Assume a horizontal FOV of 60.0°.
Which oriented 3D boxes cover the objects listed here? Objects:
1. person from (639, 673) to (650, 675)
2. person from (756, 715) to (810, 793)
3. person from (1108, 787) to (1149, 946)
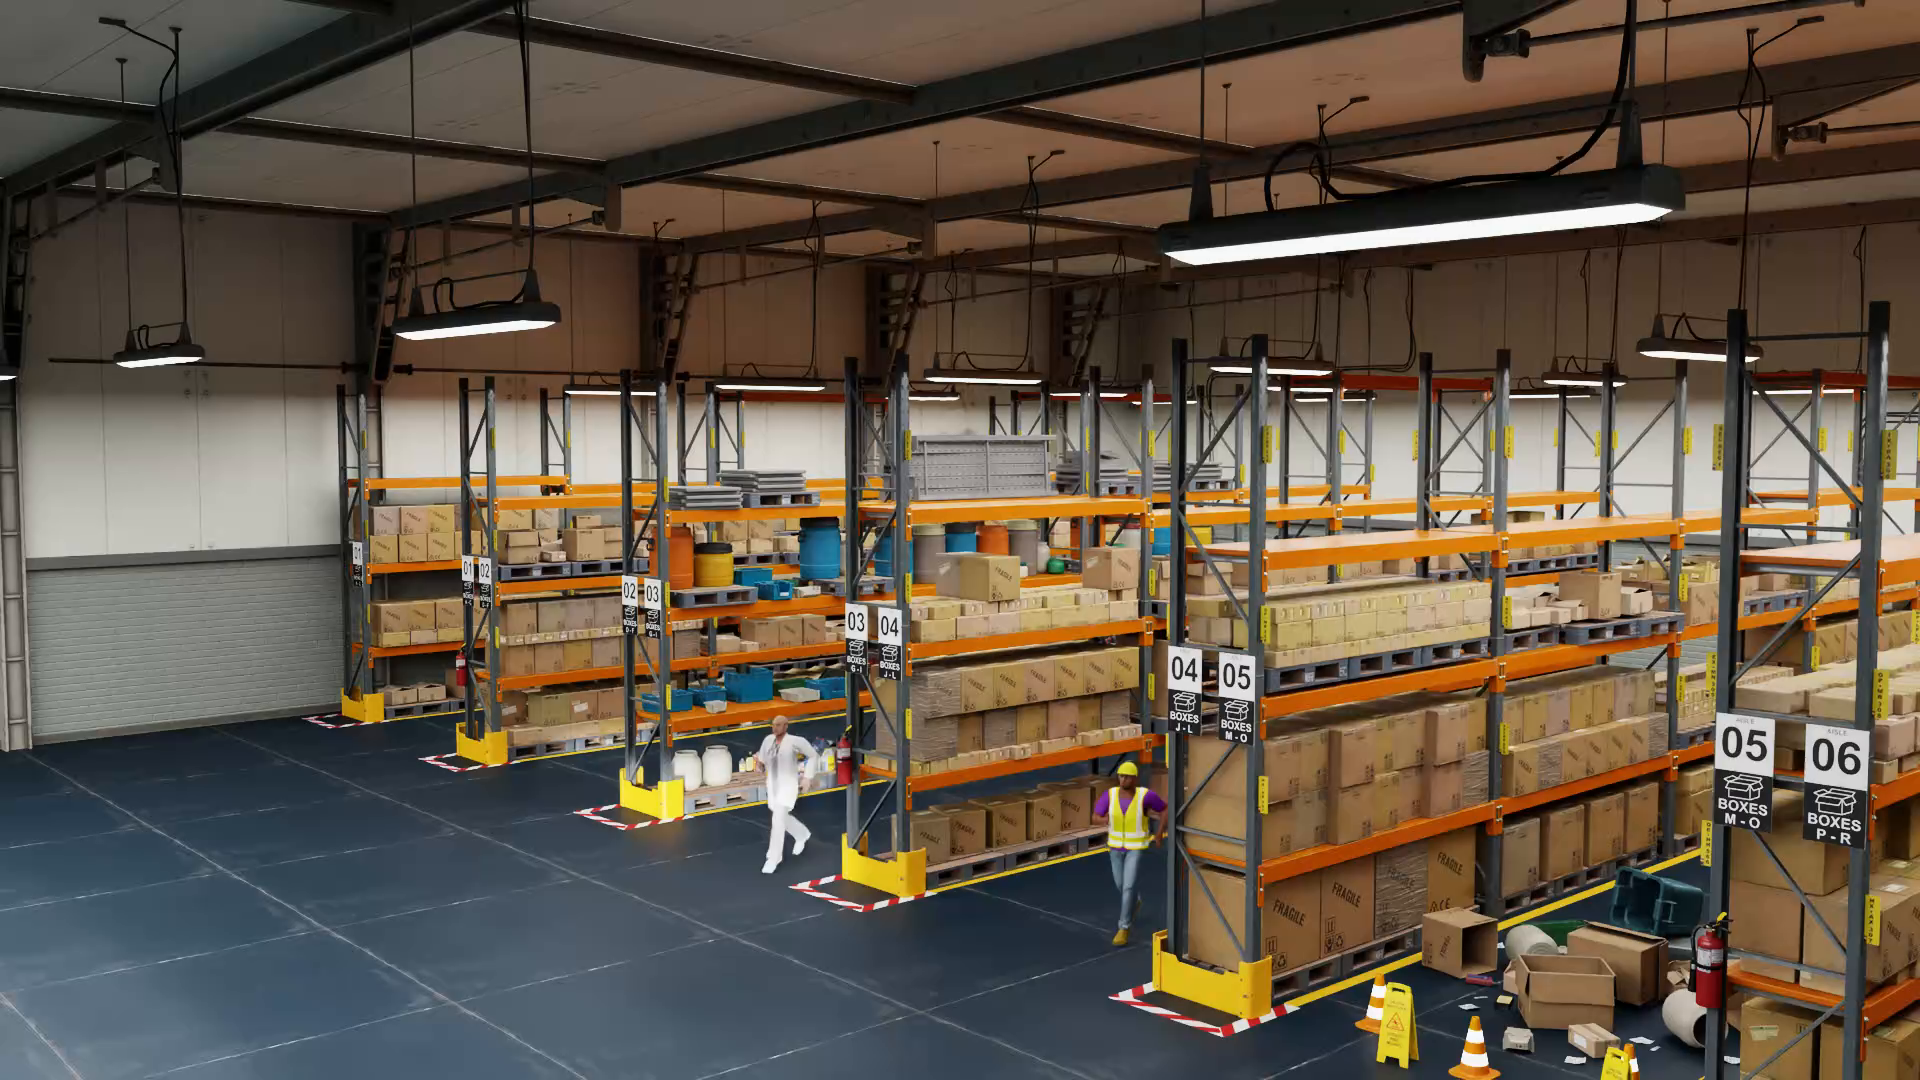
[{"bbox_3d":[-5.690,2.360,29.980,0.584,1.544,0.607,4,5,43],"label":"person"},{"bbox_3d":[-2.149,2.547,19.755,0.701,0.929,0.595,3,5,34],"label":"person"},{"bbox_3d":[1.721,3.269,16.975,0.433,1.505,0.939,2,4,25],"label":"person"}]
